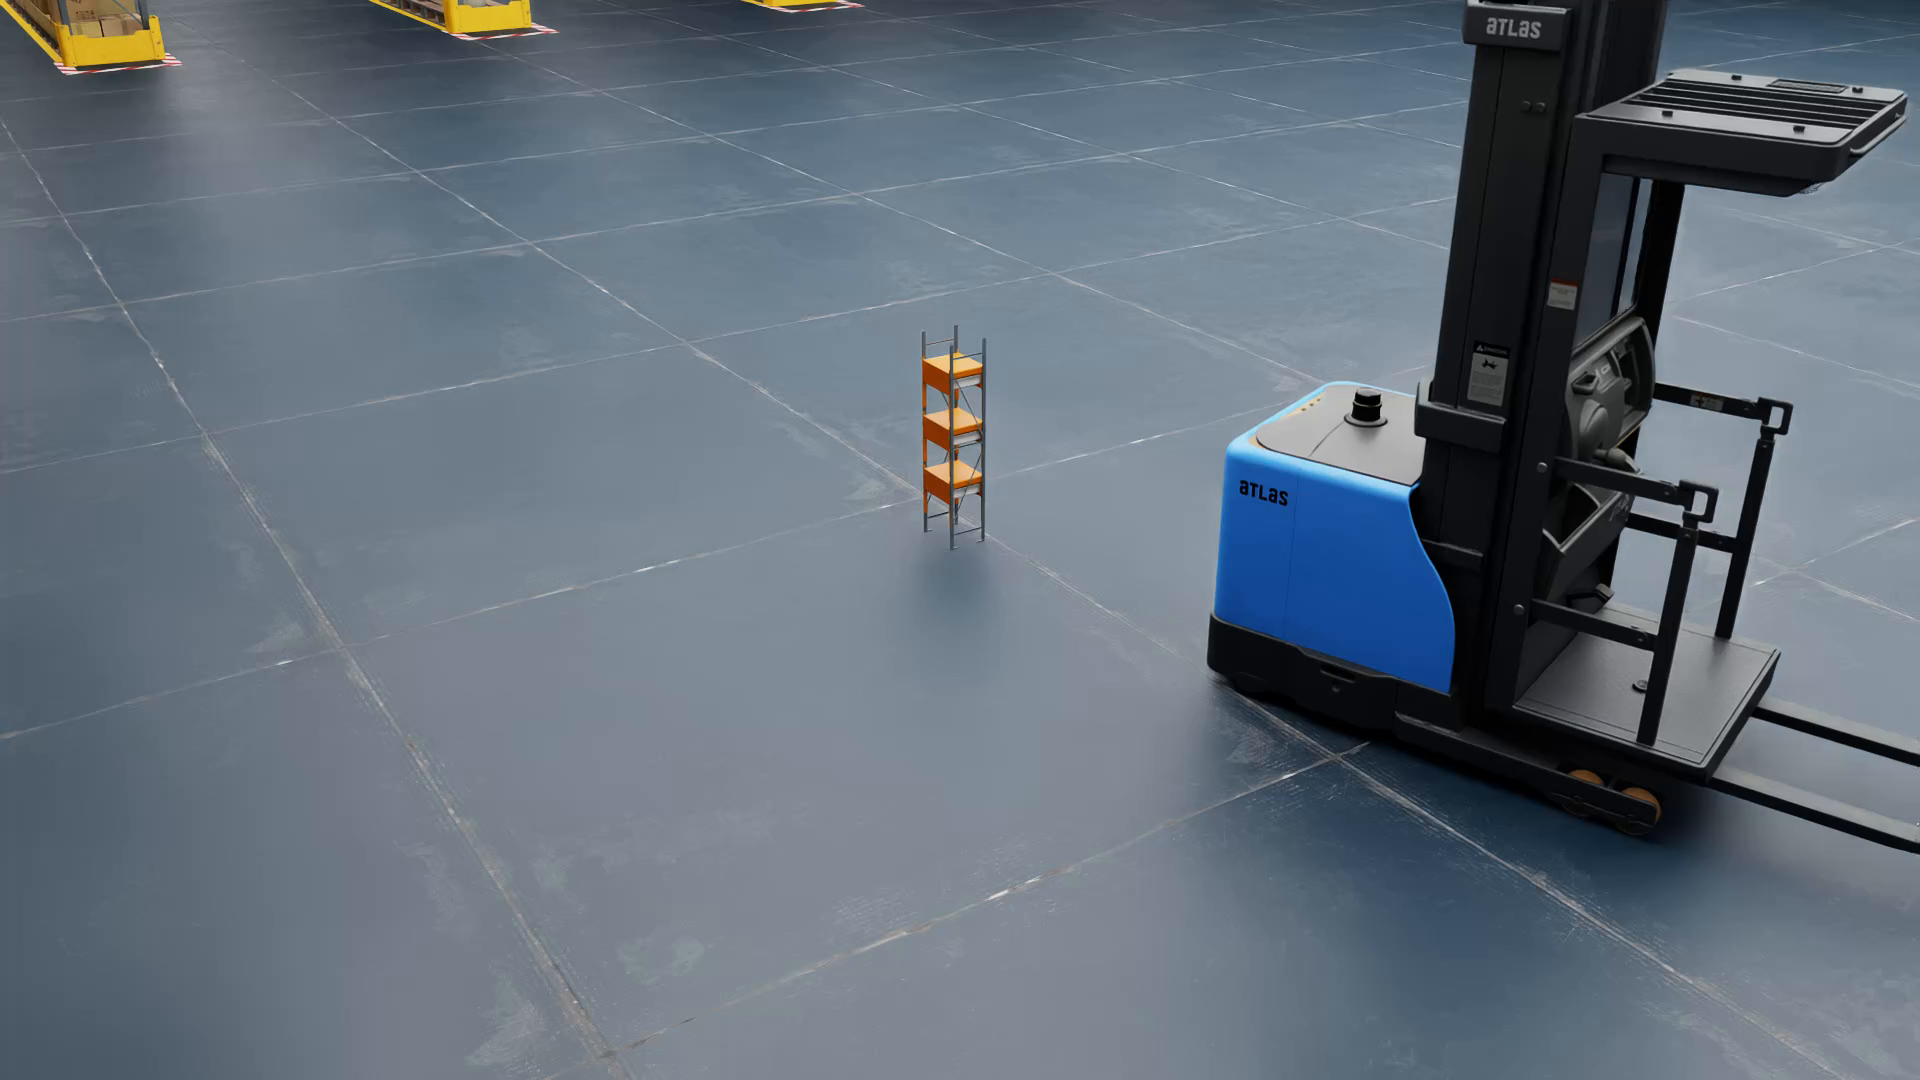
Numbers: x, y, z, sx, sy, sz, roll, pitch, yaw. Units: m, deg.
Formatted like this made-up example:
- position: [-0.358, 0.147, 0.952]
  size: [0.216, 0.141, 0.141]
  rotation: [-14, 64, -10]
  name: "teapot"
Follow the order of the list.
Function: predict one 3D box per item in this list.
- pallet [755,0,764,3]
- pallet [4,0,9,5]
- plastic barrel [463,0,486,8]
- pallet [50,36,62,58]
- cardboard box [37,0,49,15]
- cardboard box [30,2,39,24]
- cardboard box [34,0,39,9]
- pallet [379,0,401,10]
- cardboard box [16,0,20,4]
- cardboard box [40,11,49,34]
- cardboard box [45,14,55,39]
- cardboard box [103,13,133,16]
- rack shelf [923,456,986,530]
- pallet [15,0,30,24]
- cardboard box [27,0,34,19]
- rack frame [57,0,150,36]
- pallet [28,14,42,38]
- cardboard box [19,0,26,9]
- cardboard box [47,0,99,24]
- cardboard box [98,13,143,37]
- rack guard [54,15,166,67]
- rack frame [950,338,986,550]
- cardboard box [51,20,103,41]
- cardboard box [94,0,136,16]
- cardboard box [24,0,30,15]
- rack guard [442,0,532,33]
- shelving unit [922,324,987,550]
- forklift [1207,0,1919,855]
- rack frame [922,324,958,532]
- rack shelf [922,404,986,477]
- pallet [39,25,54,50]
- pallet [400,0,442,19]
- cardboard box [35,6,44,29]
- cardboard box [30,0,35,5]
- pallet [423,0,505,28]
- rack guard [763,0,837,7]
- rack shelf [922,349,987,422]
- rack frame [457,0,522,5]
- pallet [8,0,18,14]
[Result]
- position: [-2.919, -8.831, 26.710]
  size: [1.003, 0.211, 1.213]
  rotation: [-16, 29, -30]
  name: "pallet"
- position: [-14.717, -8.756, 26.550]
  size: [1.003, 0.211, 1.213]
  rotation: [-16, 29, -30]
  name: "pallet"
- position: [-7.037, -7.894, 23.881]
  size: [0.421, 0.512, 0.421]
  rotation: [0, 25, 0]
  name: "plastic barrel"
- position: [-11.219, -6.462, 21.691]
  size: [1.003, 0.211, 1.213]
  rotation: [-16, 29, -30]
  name: "pallet"
- position: [-11.866, -7.221, 21.884]
  size: [0.500, 0.500, 0.500]
  rotation: [-16, 29, -30]
  name: "cardboard box"
- position: [-12.413, -7.240, 22.801]
  size: [0.500, 0.250, 0.500]
  rotation: [-16, 29, -30]
  name: "cardboard box"
- position: [-12.138, -7.400, 22.263]
  size: [0.500, 0.500, 0.500]
  rotation: [-16, 29, -30]
  name: "cardboard box"
- position: [-8.466, -8.532, 26.076]
  size: [1.003, 0.211, 1.213]
  rotation: [-16, 29, -30]
  name: "pallet"
- position: [-13.694, -8.098, 24.620]
  size: [0.500, 0.250, 0.500]
  rotation: [-16, 30, -30]
  name: "cardboard box"
- position: [-11.864, -6.883, 22.045]
  size: [0.500, 0.250, 0.500]
  rotation: [-16, 29, -30]
  name: "cardboard box"
- position: [-11.589, -6.704, 21.667]
  size: [0.500, 0.250, 0.500]
  rotation: [-16, 29, -30]
  name: "cardboard box"
- position: [-11.149, -6.827, 21.927]
  size: [0.500, 0.250, 0.500]
  rotation: [-16, 29, -30]
  name: "cardboard box"
- position: [-0.029, -0.233, 8.190]
  size: [0.215, 0.259, 0.240]
  rotation: [-16, 29, -30]
  name: "rack shelf"
- position: [-13.385, -7.883, 24.701]
  size: [1.003, 0.211, 1.213]
  rotation: [-16, 29, -30]
  name: "pallet"
- position: [-12.682, -7.420, 23.182]
  size: [0.500, 0.250, 0.500]
  rotation: [-16, 29, -30]
  name: "cardboard box"
- position: [-10.766, -7.459, 20.537]
  size: [1.000, 3.000, 0.127]
  rotation: [-16, 29, -30]
  name: "rack frame"
- position: [-12.551, -7.334, 23.539]
  size: [1.003, 0.211, 1.213]
  rotation: [-16, 29, -30]
  name: "pallet"
- position: [-13.419, -7.917, 24.236]
  size: [0.500, 0.250, 0.500]
  rotation: [-16, 30, -30]
  name: "cardboard box"
- position: [-11.308, -6.867, 21.133]
  size: [0.500, 0.500, 0.500]
  rotation: [-16, 29, -30]
  name: "cardboard box"
- position: [-10.872, -6.649, 21.550]
  size: [0.500, 0.250, 0.500]
  rotation: [-16, 29, -30]
  name: "cardboard box"
- position: [-10.753, -6.320, 21.052]
  size: [1.175, 0.500, 0.348]
  rotation: [-16, 29, -30]
  name: "rack guard"
- position: [0.037, -0.450, 7.974]
  size: [0.200, 1.050, 0.008]
  rotation: [-16, 29, -30]
  name: "rack frame"
- position: [-11.306, -6.528, 21.294]
  size: [0.500, 0.250, 0.500]
  rotation: [-16, 29, -30]
  name: "cardboard box"
- position: [-11.147, -7.167, 21.768]
  size: [0.500, 0.500, 0.500]
  rotation: [-16, 29, -30]
  name: "cardboard box"
- position: [-12.951, -7.600, 23.564]
  size: [0.500, 0.250, 0.500]
  rotation: [-16, 29, -30]
  name: "cardboard box"
- position: [-6.695, -7.498, 23.547]
  size: [1.175, 0.500, 0.348]
  rotation: [-16, 29, -30]
  name: "rack guard"
- position: [-0.029, -0.494, 8.066]
  size: [0.215, 1.050, 0.252]
  rotation: [-16, 29, -30]
  name: "shelving unit"
- position: [2.516, -0.518, 5.915]
  size: [3.031, 2.935, 1.130]
  rotation: [18, 31, 33]
  name: "forklift"
- position: [-0.096, -0.538, 8.159]
  size: [0.200, 1.050, 0.008]
  rotation: [-16, 29, -30]
  name: "rack frame"
- position: [-0.029, -0.484, 8.071]
  size: [0.215, 0.259, 0.240]
  rotation: [-16, 29, -30]
  name: "rack shelf"
- position: [-11.881, -6.898, 22.614]
  size: [1.003, 0.211, 1.213]
  rotation: [-16, 29, -30]
  name: "pallet"
- position: [-7.796, -8.095, 25.150]
  size: [1.003, 0.211, 1.213]
  rotation: [-16, 29, -30]
  name: "pallet"
- position: [-12.135, -7.062, 22.425]
  size: [0.500, 0.250, 0.500]
  rotation: [-16, 29, -30]
  name: "cardboard box"
- position: [-12.413, -7.579, 22.641]
  size: [0.500, 0.500, 0.500]
  rotation: [-16, 29, -30]
  name: "cardboard box"
- position: [-7.134, -7.659, 24.227]
  size: [1.003, 0.211, 1.213]
  rotation: [-16, 29, -30]
  name: "pallet"
- position: [-2.506, -8.663, 26.015]
  size: [1.175, 0.500, 0.348]
  rotation: [-16, 29, -30]
  name: "rack guard"
- position: [-0.029, -0.741, 7.950]
  size: [0.215, 0.259, 0.240]
  rotation: [-16, 29, -30]
  name: "rack shelf"
- position: [-6.614, -8.612, 22.979]
  size: [1.000, 3.000, 0.127]
  rotation: [-16, 29, -30]
  name: "rack frame"
- position: [-14.055, -8.320, 25.627]
  size: [1.003, 0.211, 1.213]
  rotation: [-16, 29, -30]
  name: "pallet"
